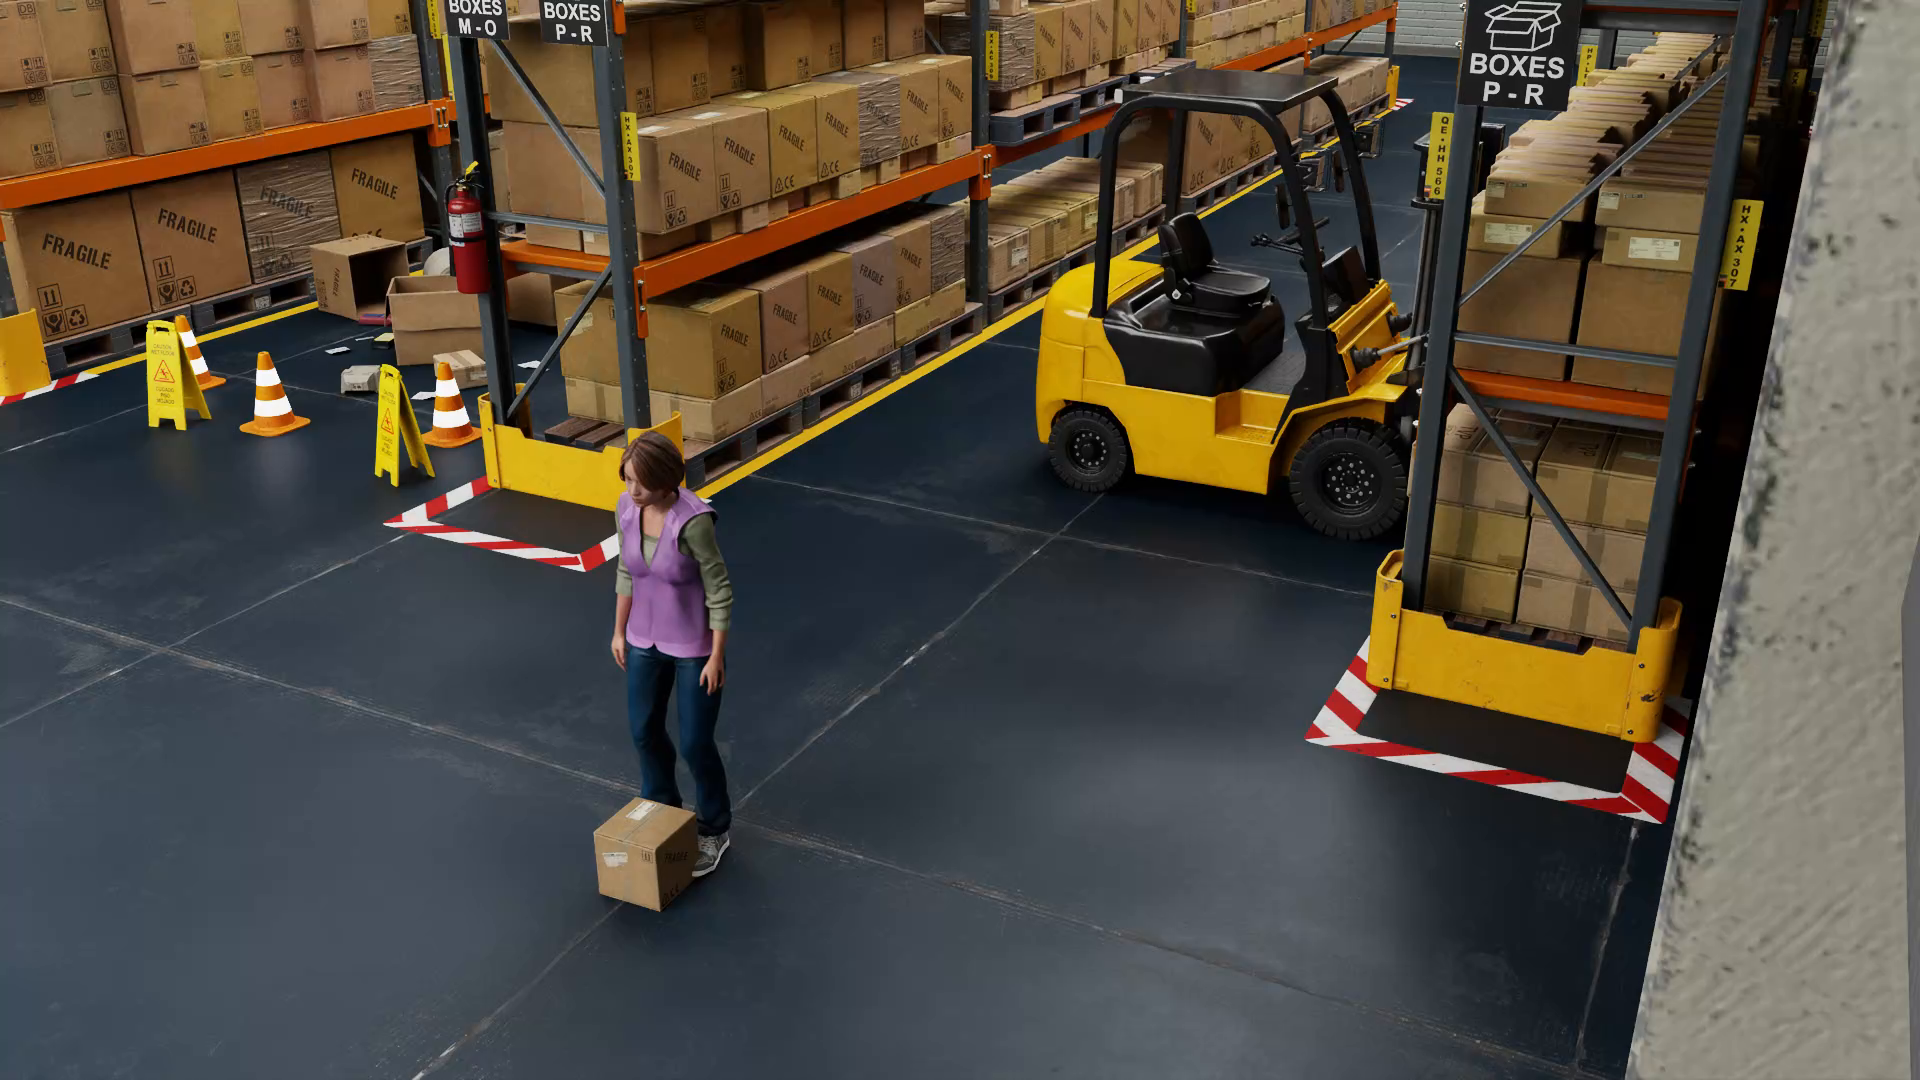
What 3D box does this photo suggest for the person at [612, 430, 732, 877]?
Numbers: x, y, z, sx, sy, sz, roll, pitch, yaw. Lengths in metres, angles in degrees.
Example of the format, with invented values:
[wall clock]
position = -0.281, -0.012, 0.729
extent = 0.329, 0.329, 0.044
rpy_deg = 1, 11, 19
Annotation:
[person]
position = -0.976, 0.370, 5.638
extent = 0.450, 1.593, 0.346
rpy_deg = 11, 26, 25
